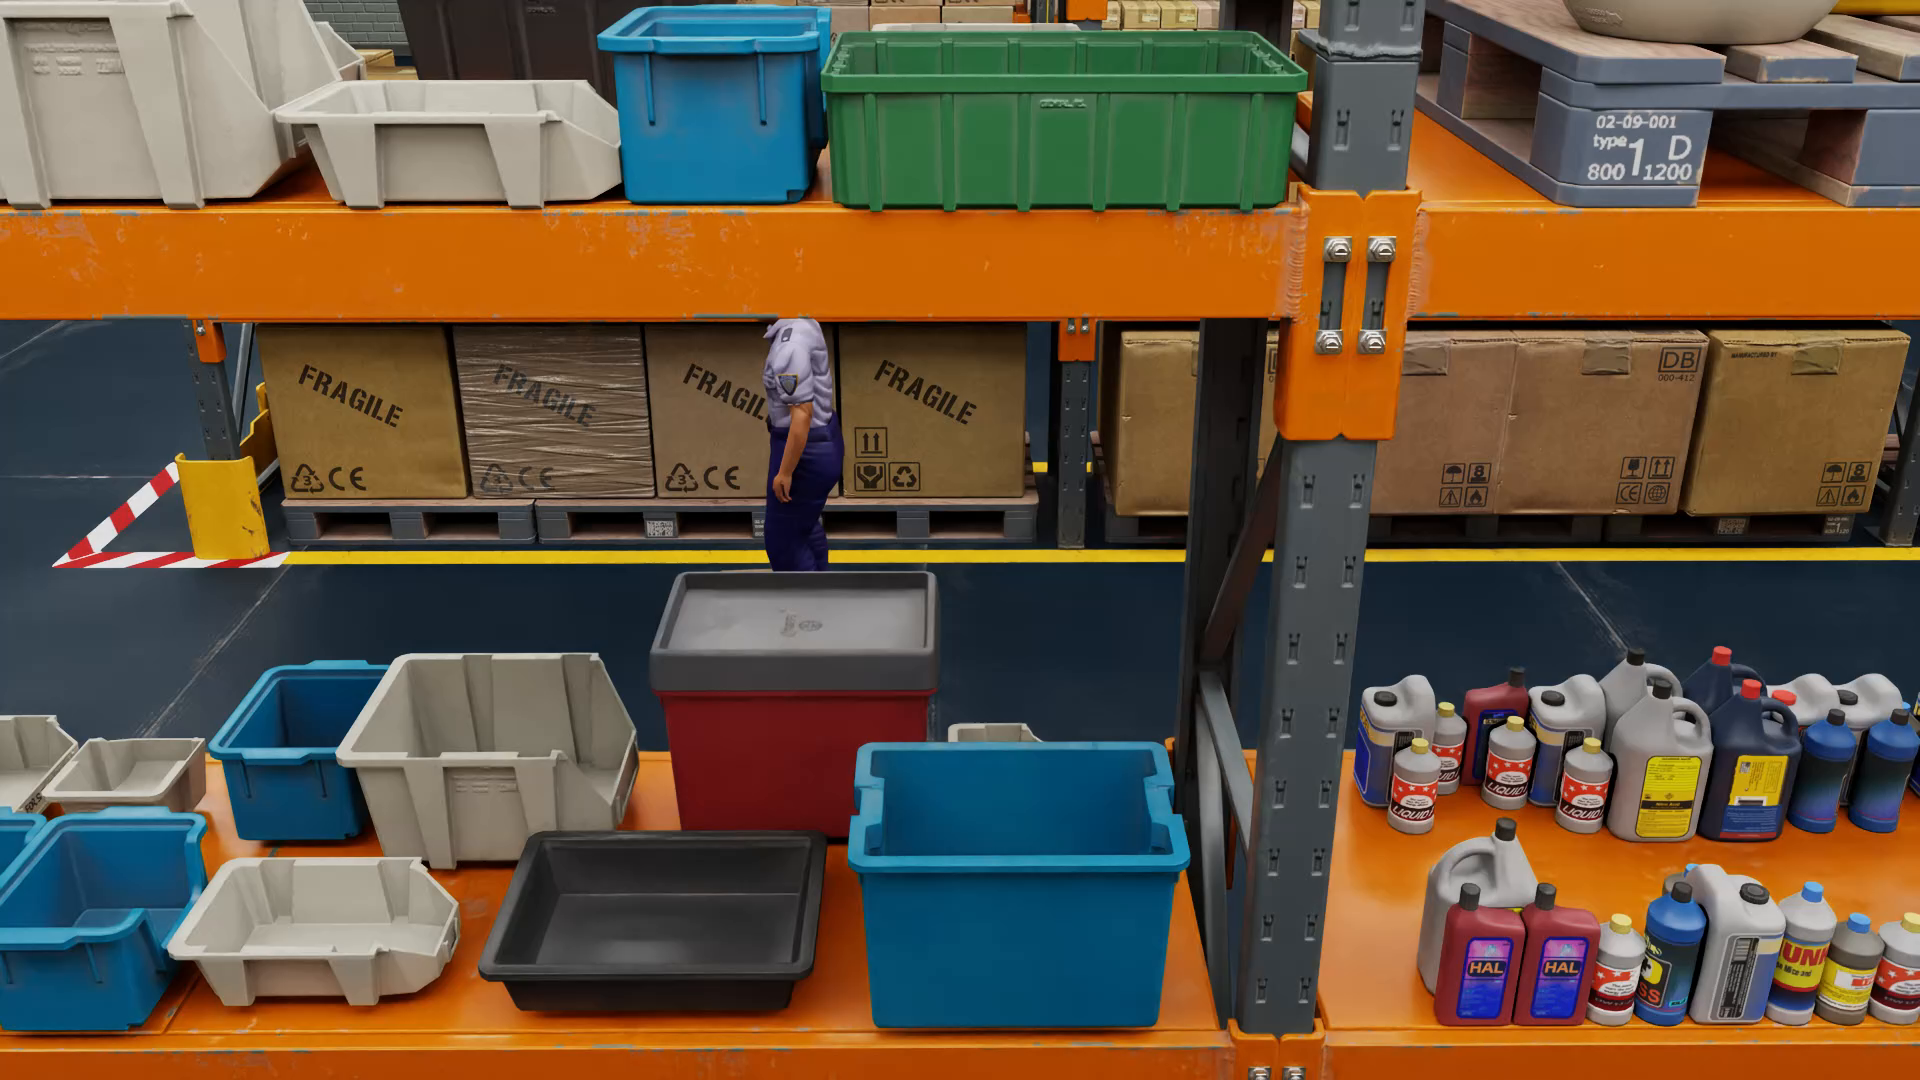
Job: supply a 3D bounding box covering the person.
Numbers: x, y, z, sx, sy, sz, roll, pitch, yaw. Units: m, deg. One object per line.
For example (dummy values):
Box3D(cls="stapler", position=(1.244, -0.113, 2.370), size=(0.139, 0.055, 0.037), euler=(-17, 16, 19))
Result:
Box3D(cls="person", position=(-0.689, -0.350, 6.887), size=(0.412, 1.652, 0.539), euler=(0, 24, 0))
